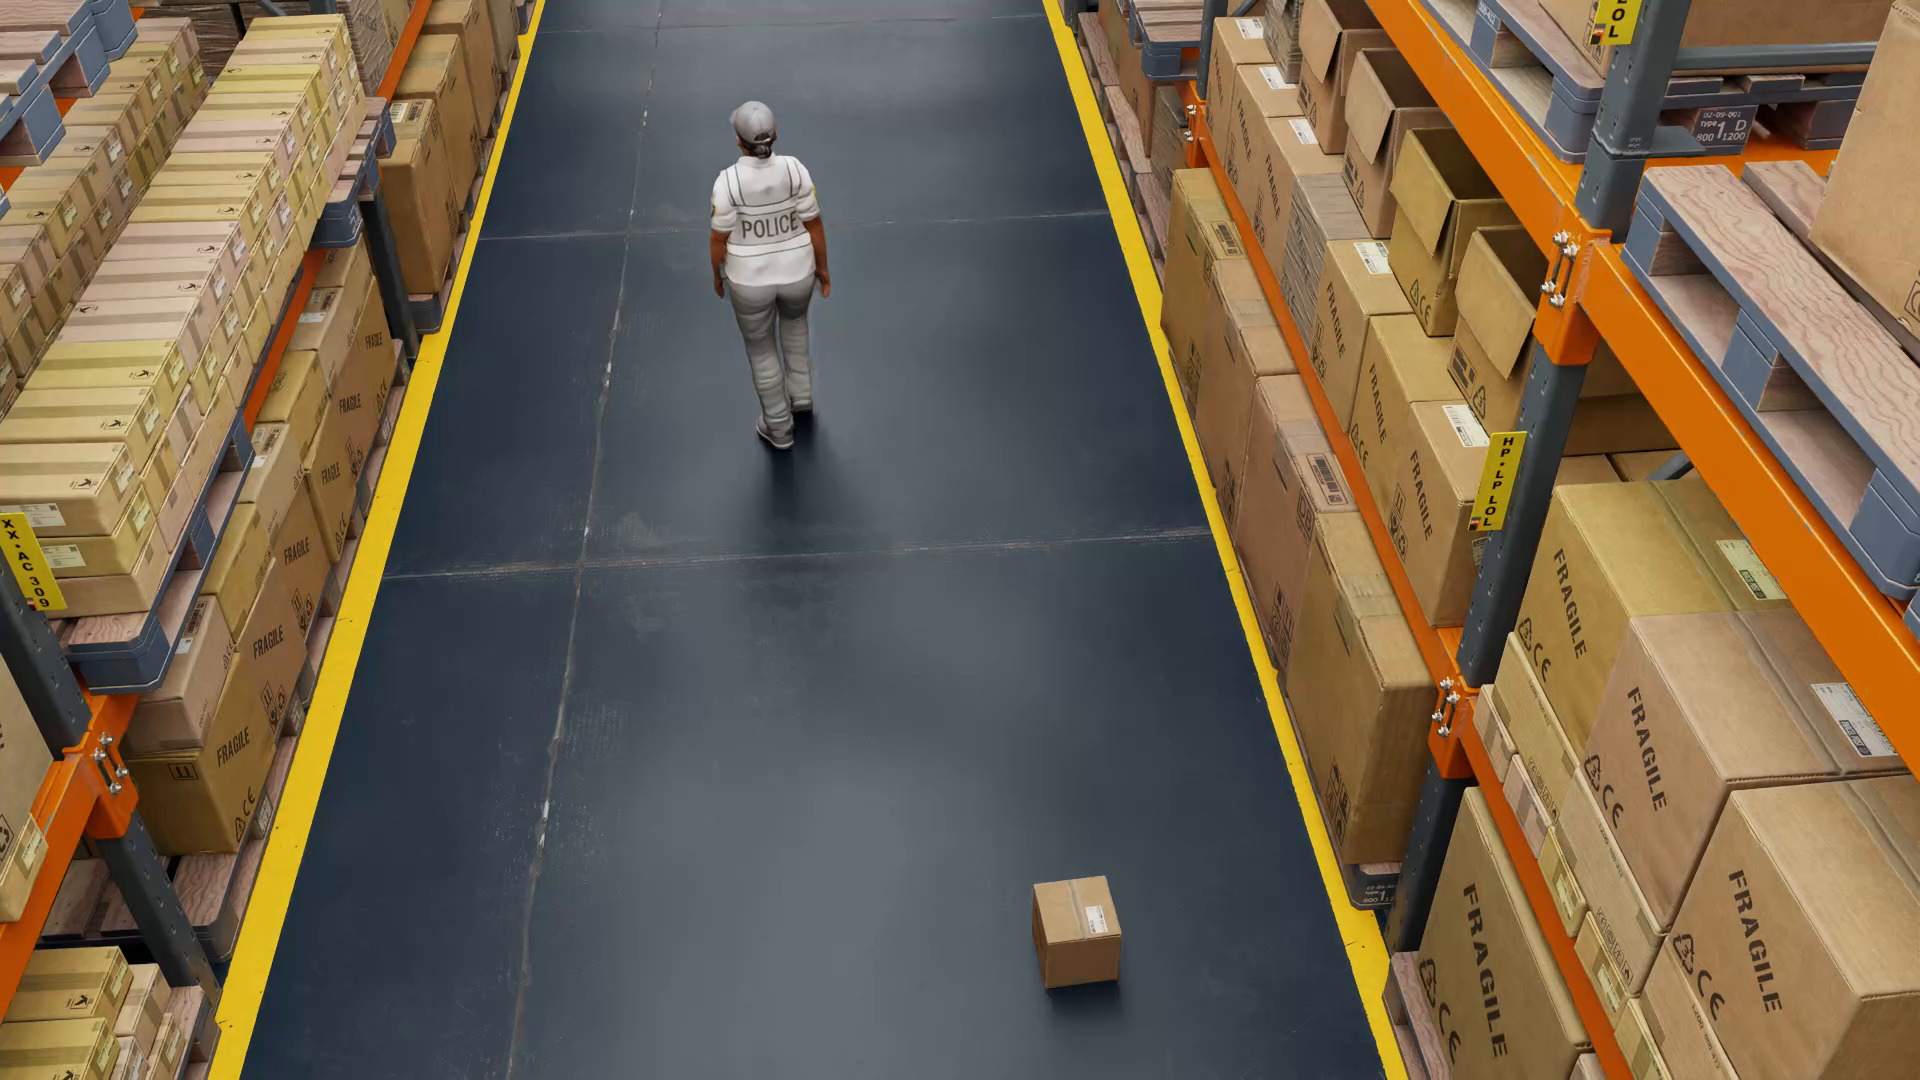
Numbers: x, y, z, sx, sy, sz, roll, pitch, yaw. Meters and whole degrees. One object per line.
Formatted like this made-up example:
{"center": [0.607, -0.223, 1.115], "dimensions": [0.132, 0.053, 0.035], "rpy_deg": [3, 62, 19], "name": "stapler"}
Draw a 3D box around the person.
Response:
{"center": [-0.860, -1.183, 7.630], "dimensions": [0.529, 1.736, 0.501], "rpy_deg": [-16, 42, -18], "name": "person"}
